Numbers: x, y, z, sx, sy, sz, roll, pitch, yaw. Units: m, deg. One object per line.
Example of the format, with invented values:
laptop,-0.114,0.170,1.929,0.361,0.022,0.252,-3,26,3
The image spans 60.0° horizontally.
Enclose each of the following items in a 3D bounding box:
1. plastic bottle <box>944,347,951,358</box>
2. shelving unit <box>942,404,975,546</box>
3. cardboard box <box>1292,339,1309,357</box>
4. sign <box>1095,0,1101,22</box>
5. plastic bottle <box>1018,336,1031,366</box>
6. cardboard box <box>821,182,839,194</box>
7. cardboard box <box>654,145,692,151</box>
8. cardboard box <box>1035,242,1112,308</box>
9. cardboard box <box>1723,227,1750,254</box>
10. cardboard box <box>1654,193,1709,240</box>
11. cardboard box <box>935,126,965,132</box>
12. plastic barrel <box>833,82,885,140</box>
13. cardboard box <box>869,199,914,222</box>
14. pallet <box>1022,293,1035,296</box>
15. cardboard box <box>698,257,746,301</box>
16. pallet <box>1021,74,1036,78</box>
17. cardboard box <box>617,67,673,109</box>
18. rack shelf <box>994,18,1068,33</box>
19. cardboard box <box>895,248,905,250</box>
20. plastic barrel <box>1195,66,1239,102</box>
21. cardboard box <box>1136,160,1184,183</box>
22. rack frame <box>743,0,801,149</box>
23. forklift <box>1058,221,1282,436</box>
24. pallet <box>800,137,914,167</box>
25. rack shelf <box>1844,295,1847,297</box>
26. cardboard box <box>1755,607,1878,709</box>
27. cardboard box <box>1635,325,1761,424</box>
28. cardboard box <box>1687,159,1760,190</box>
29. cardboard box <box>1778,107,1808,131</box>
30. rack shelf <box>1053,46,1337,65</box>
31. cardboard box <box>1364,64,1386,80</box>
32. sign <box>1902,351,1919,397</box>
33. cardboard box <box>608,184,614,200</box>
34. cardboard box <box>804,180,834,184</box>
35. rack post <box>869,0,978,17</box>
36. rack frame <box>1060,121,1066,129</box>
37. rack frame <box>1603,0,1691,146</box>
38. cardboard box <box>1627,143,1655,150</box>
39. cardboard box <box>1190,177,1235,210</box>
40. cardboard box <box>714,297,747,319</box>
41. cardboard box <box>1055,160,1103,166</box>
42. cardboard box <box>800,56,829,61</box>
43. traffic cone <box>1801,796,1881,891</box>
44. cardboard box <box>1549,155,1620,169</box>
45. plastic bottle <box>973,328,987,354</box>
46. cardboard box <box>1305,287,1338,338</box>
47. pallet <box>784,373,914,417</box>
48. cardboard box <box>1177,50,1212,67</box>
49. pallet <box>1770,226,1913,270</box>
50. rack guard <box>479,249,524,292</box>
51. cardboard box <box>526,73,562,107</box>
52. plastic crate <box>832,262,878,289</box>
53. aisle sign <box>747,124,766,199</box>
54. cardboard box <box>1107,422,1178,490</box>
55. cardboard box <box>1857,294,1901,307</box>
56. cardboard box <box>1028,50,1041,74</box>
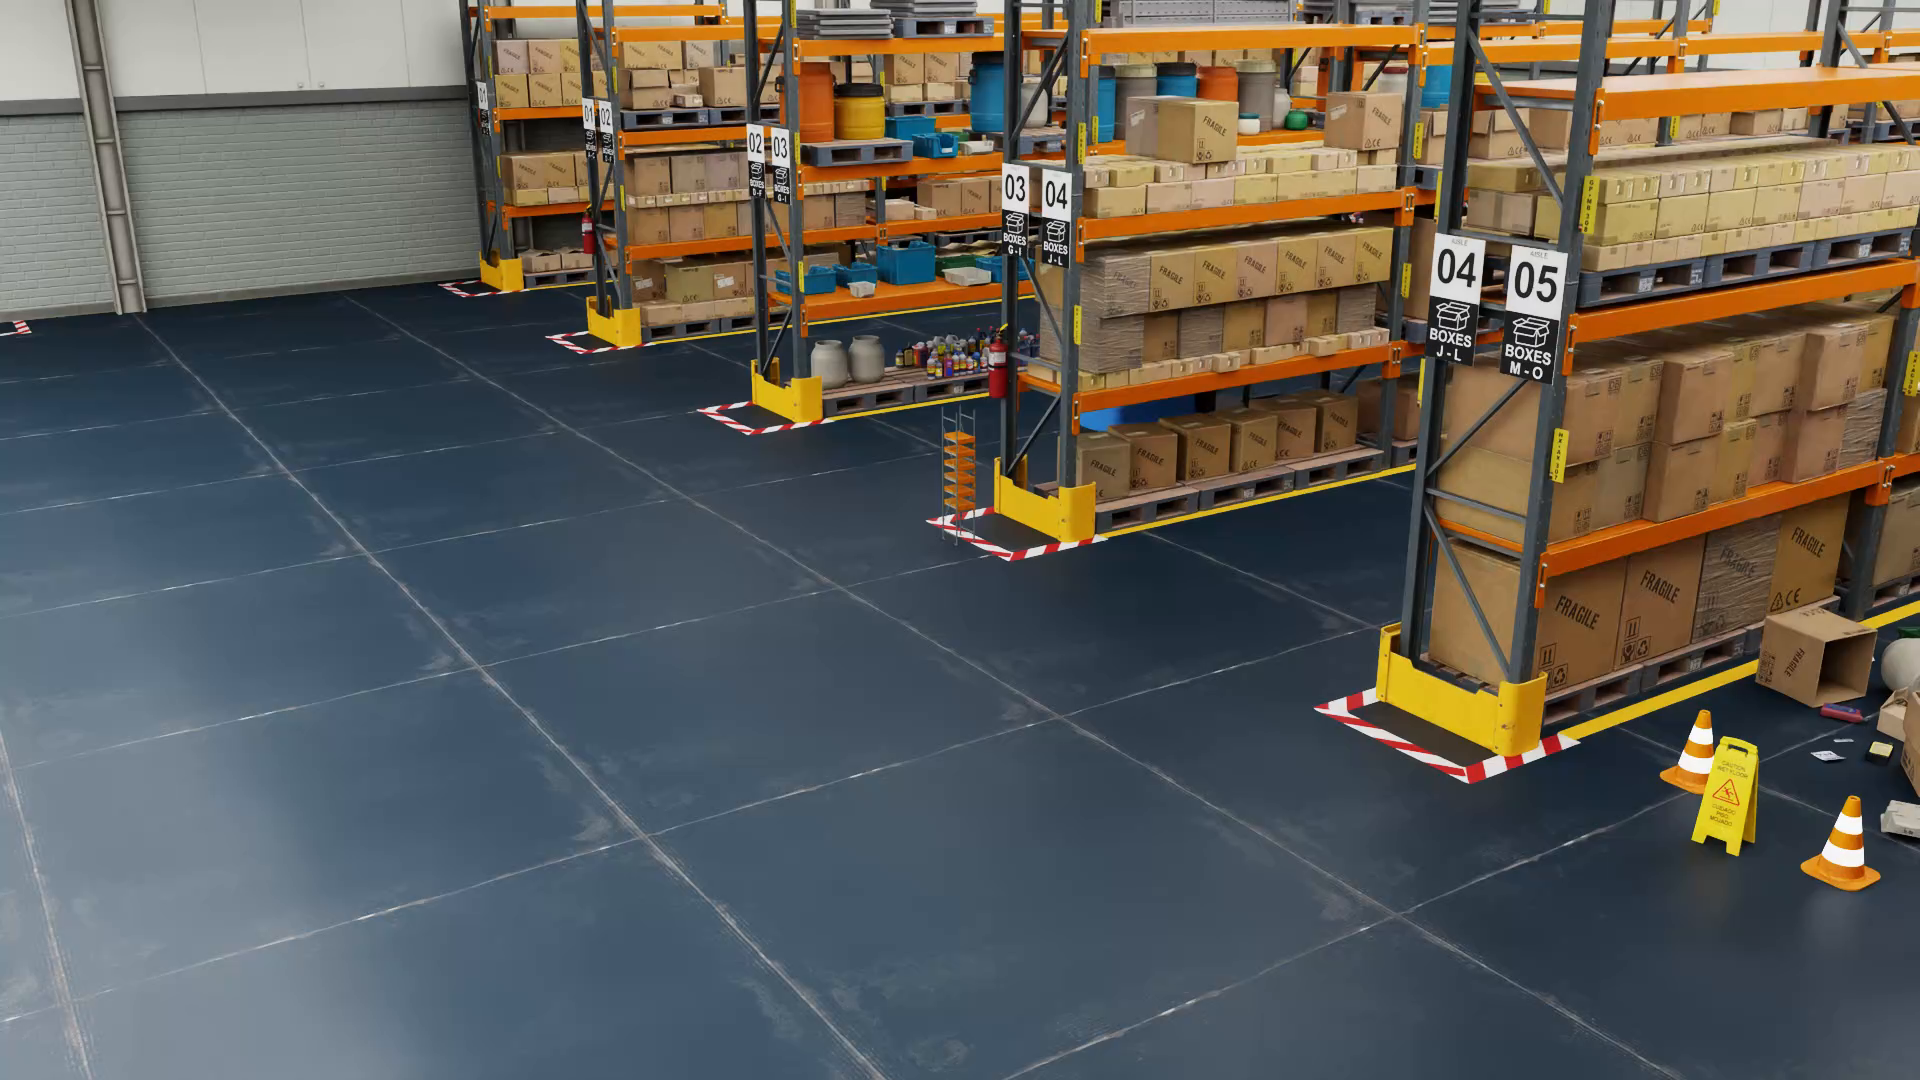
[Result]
plastic bottle,-0.154,-2.275,20.474,0.097,0.201,0.097,0,19,0
shelving unit,-0.012,-0.566,14.545,0.189,1.200,0.258,-12,22,-31
cardboard box,3.135,-1.877,16.005,0.250,0.149,0.380,-12,22,-31
sign,1.606,-6.183,19.309,0.005,0.325,0.100,-12,22,-31
plastic bottle,0.773,-2.318,20.368,0.185,0.351,0.144,-13,23,-34
cardboard box,-1.942,-5.074,23.902,0.250,0.149,0.380,-13,22,-33
cardboard box,-4.774,-6.277,27.661,0.500,0.500,0.500,-12,22,-32
cardboard box,1.020,-2.385,14.933,0.500,0.500,0.500,-12,22,-31
cardboard box,4.857,-1.961,10.757,0.250,0.149,0.380,-12,22,-32
cardboard box,4.307,-2.059,10.425,0.500,0.250,0.500,-12,22,-32
cardboard box,-0.250,-7.513,30.461,0.500,0.250,0.500,-11,22,-30
plastic barrel,-1.145,-4.829,18.710,0.600,0.588,0.600,0,19,0
cardboard box,-1.021,-4.942,24.914,0.500,0.250,0.500,-10,21,-28
pallet,1.224,-4.164,26.731,1.213,0.211,1.003,-12,22,-31
cardboard box,-3.351,-3.677,23.404,0.500,0.500,0.500,-12,22,-31
pallet,0.646,-8.601,31.112,1.213,0.211,1.003,-11,21,-29
cardboard box,-4.267,-6.045,22.224,0.637,0.503,0.797,-10,21,-28
rack shelf,0.262,-7.579,24.859,4.000,0.370,1.077,-12,22,-31
cardboard box,-0.796,-4.318,25.596,0.500,0.311,0.500,-11,22,-30
plastic barrel,3.302,-5.716,21.616,0.708,0.830,0.600,-12,22,-31
cardboard box,1.733,-3.211,14.488,0.250,0.149,0.380,-11,22,-29
rack frame,-2.028,-5.727,17.633,0.127,3.000,1.000,-12,22,-31
forklift,2.556,-2.521,17.626,3.031,2.935,1.130,-12,22,-31
pallet,-1.283,-4.336,18.497,1.213,0.211,1.003,-12,22,-31
rack shelf,12.389,-3.685,22.084,4.000,0.370,1.077,-12,22,-31
cardboard box,5.948,0.811,11.561,0.500,0.500,0.500,-8,20,-22
cardboard box,4.993,-1.165,11.587,0.500,0.550,0.875,-12,22,-31
cardboard box,4.856,-2.339,10.630,0.250,0.149,0.380,-12,22,-32
cardboard box,9.753,-5.082,19.893,0.500,0.311,0.500,-13,23,-33
rack shelf,2.983,-6.253,20.938,4.000,0.370,1.077,-12,22,-31
cardboard box,7.074,-8.192,29.061,0.500,0.250,0.500,-12,22,-31
sign,6.987,-1.219,12.193,0.005,0.325,0.100,-12,22,-31
cardboard box,-5.616,-5.746,27.260,0.500,0.250,0.500,-12,22,-31
cardboard box,-2.197,-5.408,23.875,0.500,0.500,0.700,-12,22,-32
rack post,-0.427,-6.040,18.679,0.954,0.300,0.937,-12,22,-32
rack frame,1.933,-5.619,26.683,0.127,3.000,1.000,-12,22,-31
rack frame,7.378,-5.811,17.882,0.127,3.000,1.000,-12,22,-31
cardboard box,7.116,-4.170,17.945,0.500,0.250,0.500,-12,22,-31
cardboard box,2.084,-3.104,14.794,0.500,0.250,0.500,-12,22,-32
cardboard box,-3.345,-3.319,23.515,0.500,0.250,0.500,-12,22,-31
cardboard box,1.039,-3.245,14.589,0.250,0.149,0.380,-13,22,-33
cardboard box,-2.605,-8.199,28.817,0.500,0.500,0.500,-13,23,-33
traffic cone,4.902,1.635,9.186,0.334,0.463,0.336,-12,22,-31
cardboard box,4.073,-2.426,10.890,0.250,0.149,0.380,-11,22,-30
plastic bottle,0.253,-2.478,20.841,0.185,0.351,0.144,-13,23,-34
cardboard box,3.190,-2.311,16.277,0.500,0.500,0.875,-12,22,-31
pallet,-1.309,-1.731,19.536,1.213,0.211,1.003,-12,22,-31
cardboard box,3.700,-7.734,27.286,0.600,0.600,0.600,-13,23,-34
pallet,5.992,-2.158,11.898,1.213,0.211,1.003,-12,22,-31
rack guard,-7.413,-4.364,26.872,0.348,0.500,1.175,-12,22,-31
cardboard box,-6.591,-7.089,26.160,0.500,0.500,0.500,-10,21,-28
plastic crate,-1.229,-3.095,19.449,0.408,0.251,0.499,-12,22,-31
aisle sign,-2.251,-4.183,18.375,0.004,0.787,0.394,-12,22,-31
cardboard box,1.708,-0.795,15.659,0.500,0.500,0.500,-6,20,-17
cardboard box,7.521,-1.621,13.139,0.500,0.500,0.700,-12,22,-32
cardboard box,1.321,-9.084,31.405,0.500,0.500,0.700,-12,22,-32
